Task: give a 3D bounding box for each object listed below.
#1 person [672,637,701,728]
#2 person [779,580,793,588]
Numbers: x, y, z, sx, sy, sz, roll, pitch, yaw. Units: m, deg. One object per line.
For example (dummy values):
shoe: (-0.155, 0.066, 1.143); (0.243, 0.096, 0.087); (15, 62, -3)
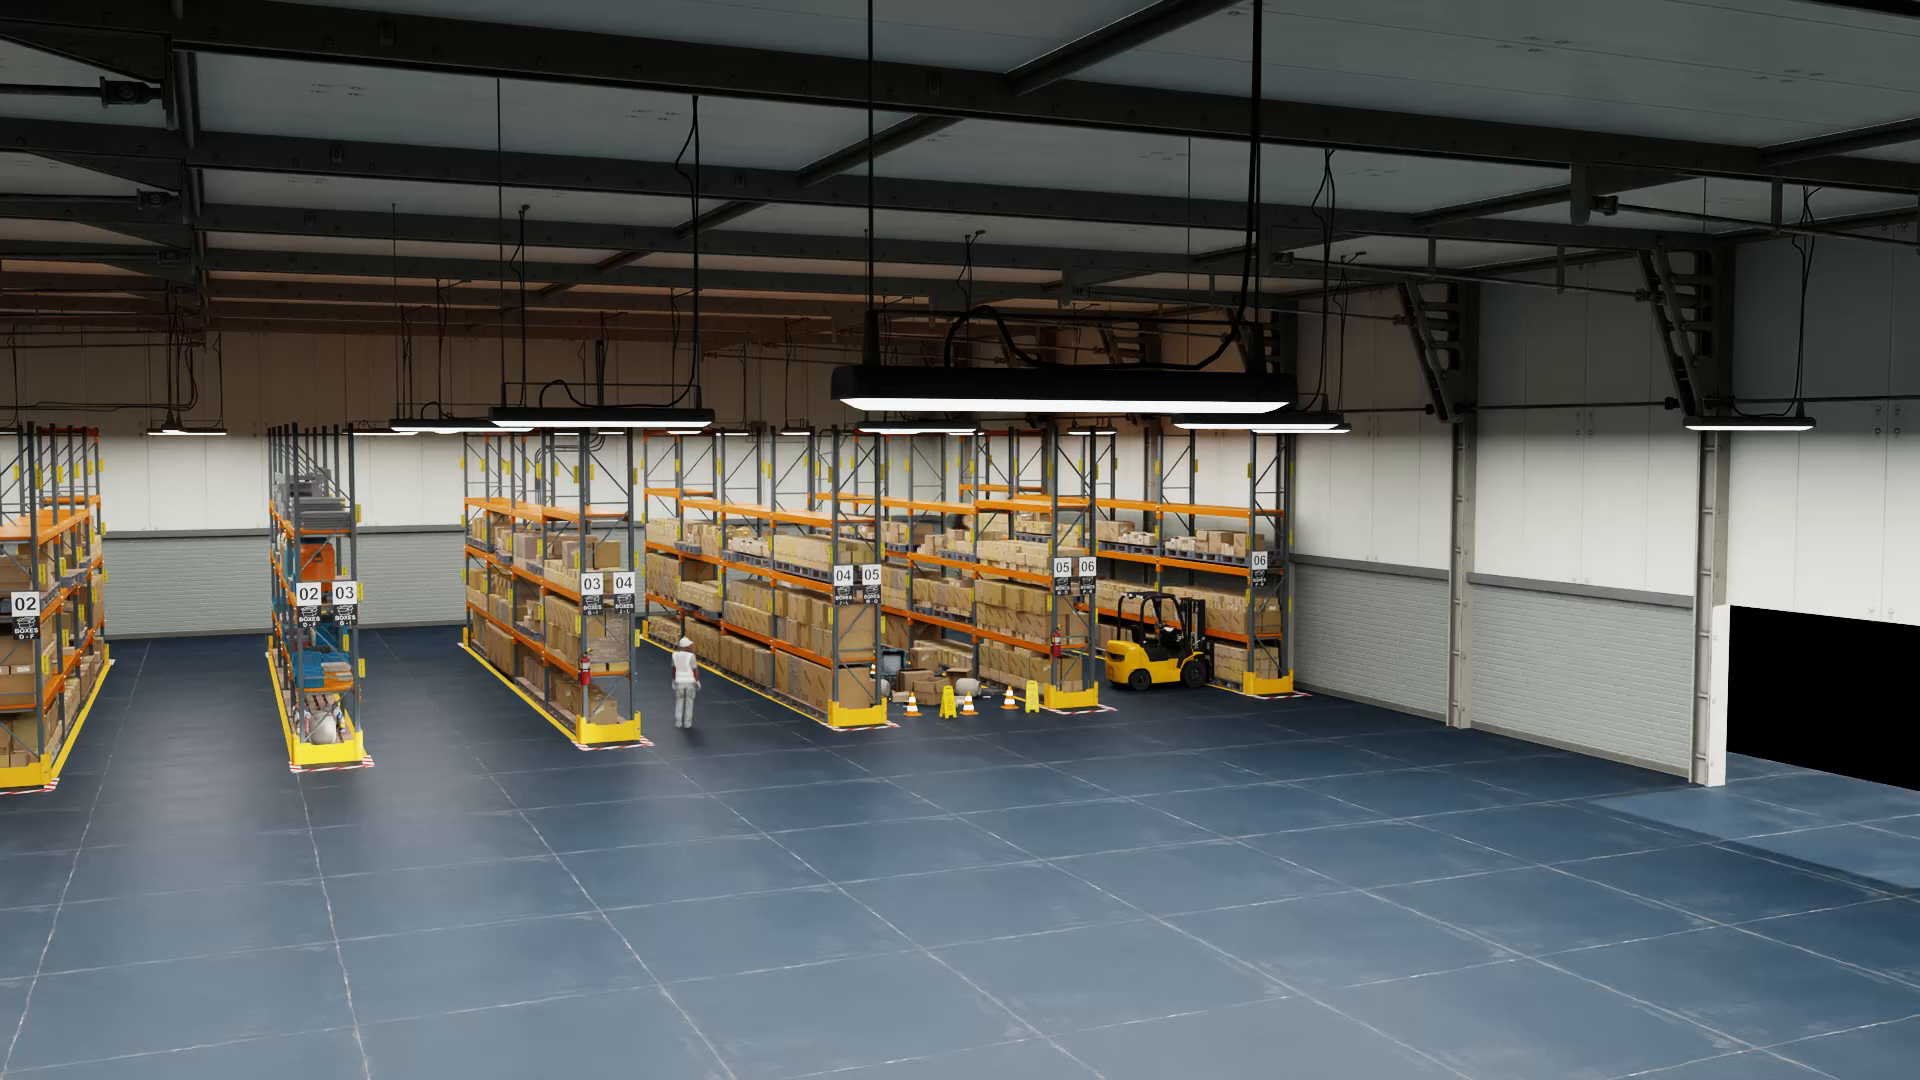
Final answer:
person: (-5.410, 2.811, 32.829); (0.582, 1.788, 0.466); (0, 4, 6)
person: (-5.537, 1.599, 53.216); (1.006, 1.746, 0.619); (-2, 4, -36)
